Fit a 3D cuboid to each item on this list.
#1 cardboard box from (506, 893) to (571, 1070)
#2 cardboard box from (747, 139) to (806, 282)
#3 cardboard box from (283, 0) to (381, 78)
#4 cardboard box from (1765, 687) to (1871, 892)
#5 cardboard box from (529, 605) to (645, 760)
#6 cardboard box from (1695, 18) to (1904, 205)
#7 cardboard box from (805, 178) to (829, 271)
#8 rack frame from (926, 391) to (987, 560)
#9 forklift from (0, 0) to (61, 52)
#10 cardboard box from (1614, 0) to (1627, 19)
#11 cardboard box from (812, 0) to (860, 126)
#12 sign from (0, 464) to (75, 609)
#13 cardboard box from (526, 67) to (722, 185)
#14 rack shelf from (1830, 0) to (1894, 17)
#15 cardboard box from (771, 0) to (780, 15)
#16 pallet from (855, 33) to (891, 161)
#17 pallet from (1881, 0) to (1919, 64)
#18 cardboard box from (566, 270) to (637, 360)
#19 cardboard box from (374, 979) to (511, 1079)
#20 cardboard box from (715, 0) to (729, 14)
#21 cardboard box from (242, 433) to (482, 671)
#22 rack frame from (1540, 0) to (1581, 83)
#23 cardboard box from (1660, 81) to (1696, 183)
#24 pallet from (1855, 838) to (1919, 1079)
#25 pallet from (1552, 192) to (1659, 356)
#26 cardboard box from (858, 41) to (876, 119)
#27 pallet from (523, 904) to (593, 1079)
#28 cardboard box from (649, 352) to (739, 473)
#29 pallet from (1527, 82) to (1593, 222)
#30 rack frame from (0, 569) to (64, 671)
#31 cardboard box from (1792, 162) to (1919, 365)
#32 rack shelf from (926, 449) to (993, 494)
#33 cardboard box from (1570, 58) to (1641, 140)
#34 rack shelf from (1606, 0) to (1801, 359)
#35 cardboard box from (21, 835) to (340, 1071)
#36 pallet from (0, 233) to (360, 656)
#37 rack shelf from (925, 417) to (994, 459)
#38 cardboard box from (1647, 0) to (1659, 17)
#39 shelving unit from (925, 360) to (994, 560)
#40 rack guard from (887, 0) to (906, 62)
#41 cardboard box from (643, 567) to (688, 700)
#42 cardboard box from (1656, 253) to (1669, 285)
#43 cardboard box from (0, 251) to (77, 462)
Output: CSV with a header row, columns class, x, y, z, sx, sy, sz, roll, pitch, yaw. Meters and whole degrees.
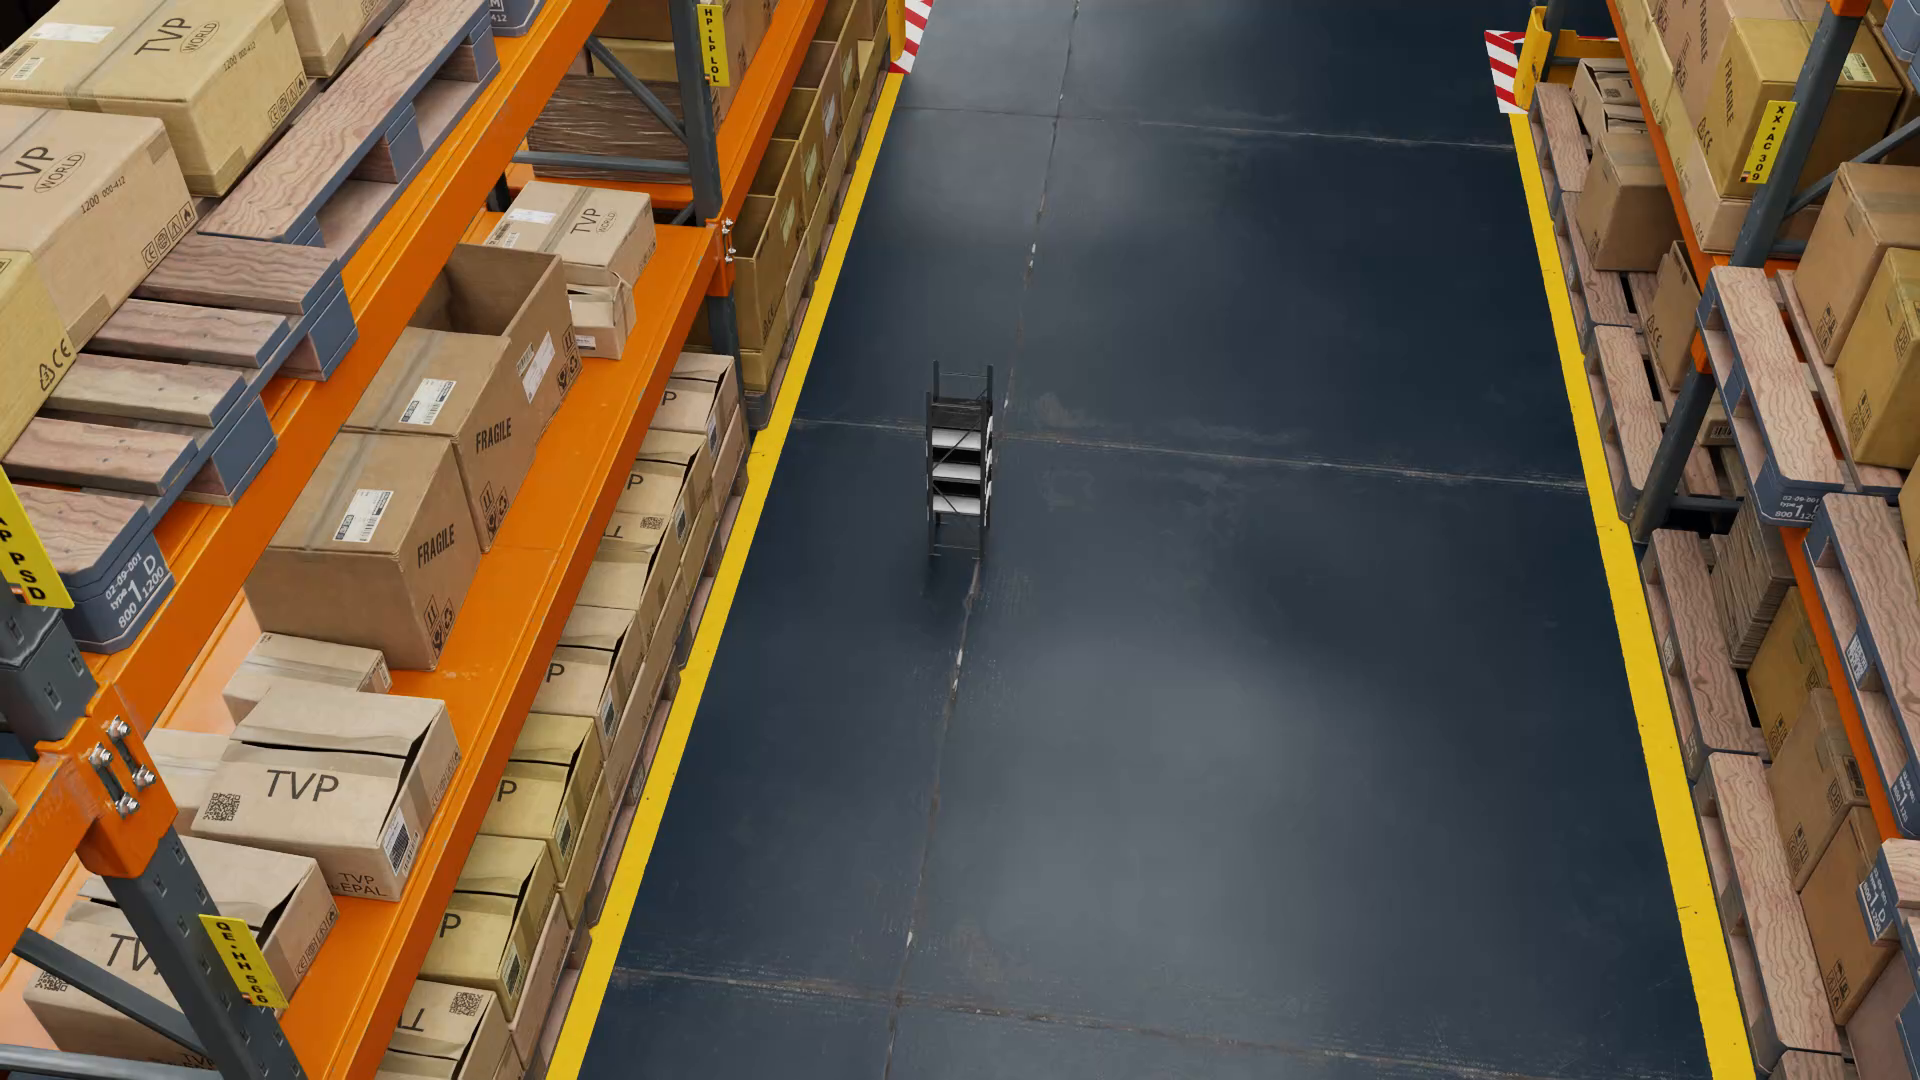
class,x,y,z,sx,sy,sz,roll,pitch,yaw
cardboard box,-1.575,1.385,5.322,0.500,0.250,0.500,4,44,4
cardboard box,-1.042,-1.569,7.897,0.500,0.500,0.500,5,44,6
cardboard box,-1.785,-1.404,4.195,0.500,0.250,0.500,2,43,2
cardboard box,3.232,0.886,5.653,0.700,0.500,0.500,6,44,6
cardboard box,-1.442,0.468,5.883,0.500,0.311,0.500,5,44,5
cardboard box,3.195,-1.641,6.373,0.500,0.500,0.500,5,44,5
cardboard box,-0.968,-1.637,8.514,0.500,0.250,0.500,5,44,6
rack frame,-0.015,-0.252,6.884,0.240,0.900,0.006,5,44,6
forklift,-3.867,-1.143,6.347,1.130,2.935,3.031,19,47,19
cardboard box,3.461,-2.739,8.078,0.500,0.250,0.500,5,44,5
cardboard box,-0.837,-2.591,8.976,0.500,0.500,0.500,5,44,6
sign,-1.463,-0.014,2.548,0.100,0.325,0.005,5,44,6
cardboard box,-1.419,-1.853,6.975,0.700,0.500,0.500,4,44,4
rack shelf,3.175,-0.531,3.993,1.077,0.370,4.000,5,44,6
cardboard box,-1.219,-2.904,8.085,0.700,0.500,0.500,6,44,7
pallet,-1.002,-2.702,9.973,1.003,0.211,1.213,5,44,6
pallet,3.252,-1.676,4.816,1.213,0.211,1.003,5,44,6
cardboard box,-1.406,-0.849,6.085,0.396,0.266,0.258,4,44,4
cardboard box,-1.640,1.524,4.767,0.500,0.311,0.500,7,44,7
cardboard box,-1.179,-2.298,6.973,0.380,0.149,0.250,4,44,4
cardboard box,-1.795,0.031,4.985,0.500,0.500,0.500,3,44,3
rack frame,3.968,-3.792,9.095,1.000,3.000,0.127,5,44,6
cardboard box,3.275,-1.708,6.989,0.500,0.250,0.500,5,44,6
pallet,2.899,1.234,3.926,1.213,0.211,1.003,5,44,6
pallet,3.652,-1.348,8.543,1.003,0.211,1.213,5,44,6
cardboard box,-0.775,-2.660,9.594,0.500,0.250,0.500,5,44,6
pallet,-1.853,1.667,5.358,1.003,0.211,1.213,5,44,6
cardboard box,-1.241,-0.569,6.978,0.500,0.311,0.500,5,44,6
pallet,3.815,-2.177,9.418,1.003,0.211,1.213,5,44,6
rack frame,-2.001,-0.966,1.748,1.000,3.000,0.127,5,44,6
cardboard box,3.338,-0.918,5.668,0.700,0.500,0.500,5,44,6
rack shelf,-0.001,-0.297,6.980,0.258,0.077,0.200,5,44,6
cardboard box,3.787,-2.512,9.379,0.500,0.311,0.500,1,43,1
rack shelf,3.703,-2.168,7.903,1.077,0.370,4.000,5,44,6
cardboard box,-1.909,1.001,4.098,0.500,0.311,0.500,8,44,8
pallet,-1.999,-0.279,3.341,1.213,0.211,1.003,7,44,7
rack shelf,-0.001,-0.428,6.856,0.258,0.077,0.200,5,44,6
cardboard box,3.401,-2.679,7.469,0.500,0.500,0.500,6,44,7
shelving unit,-0.001,-0.321,6.957,0.258,0.900,0.210,5,44,6
rack guard,-0.940,-3.349,10.445,1.175,0.500,0.348,5,44,6
cardboard box,-1.375,0.334,6.432,0.500,0.250,0.500,6,44,6
cardboard box,3.670,-1.279,8.195,0.380,0.149,0.250,2,43,2
cardboard box,-1.996,-0.289,3.018,0.500,0.250,0.500,2,43,2
